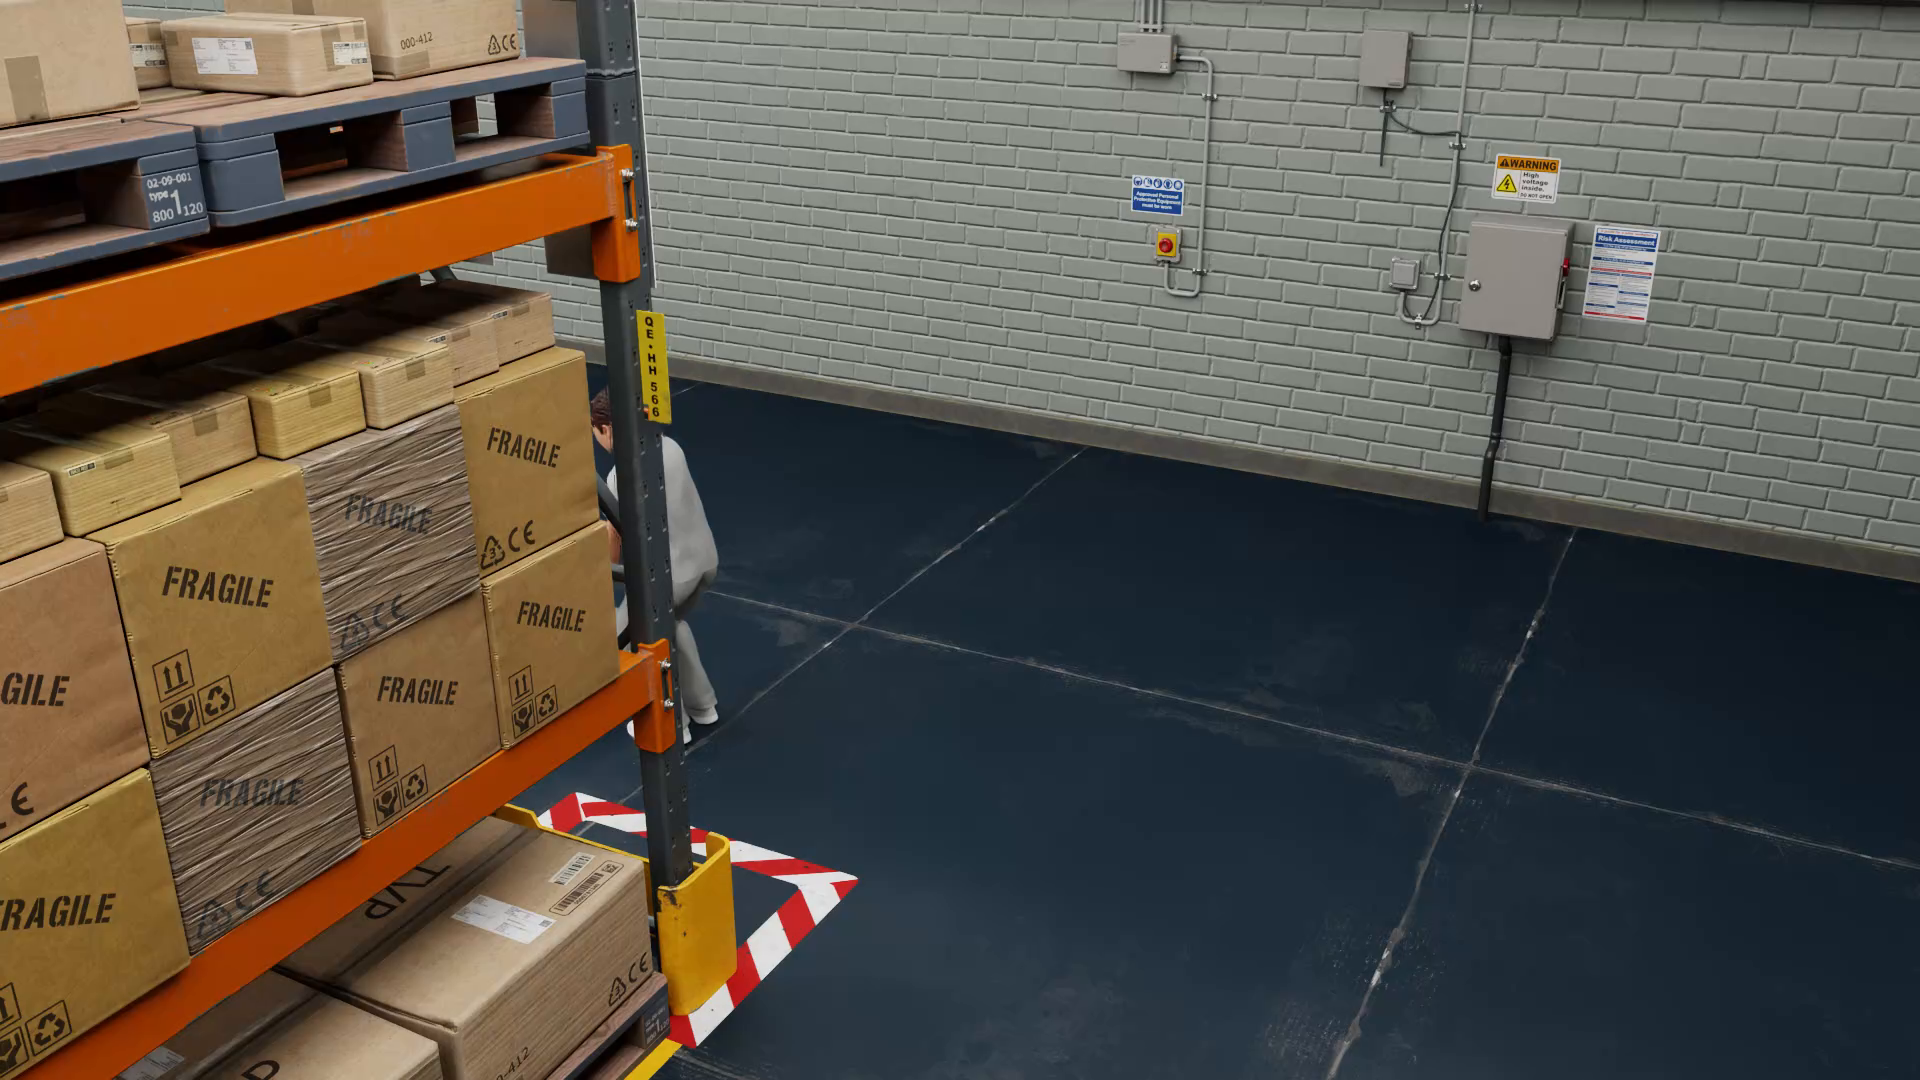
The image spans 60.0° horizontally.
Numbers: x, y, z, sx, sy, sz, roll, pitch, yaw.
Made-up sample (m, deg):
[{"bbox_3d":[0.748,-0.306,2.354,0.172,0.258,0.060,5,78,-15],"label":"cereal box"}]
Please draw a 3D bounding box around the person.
[{"bbox_3d":[-1.294,0.123,6.994,0.510,1.536,0.480,12,25,25],"label":"person"}]
